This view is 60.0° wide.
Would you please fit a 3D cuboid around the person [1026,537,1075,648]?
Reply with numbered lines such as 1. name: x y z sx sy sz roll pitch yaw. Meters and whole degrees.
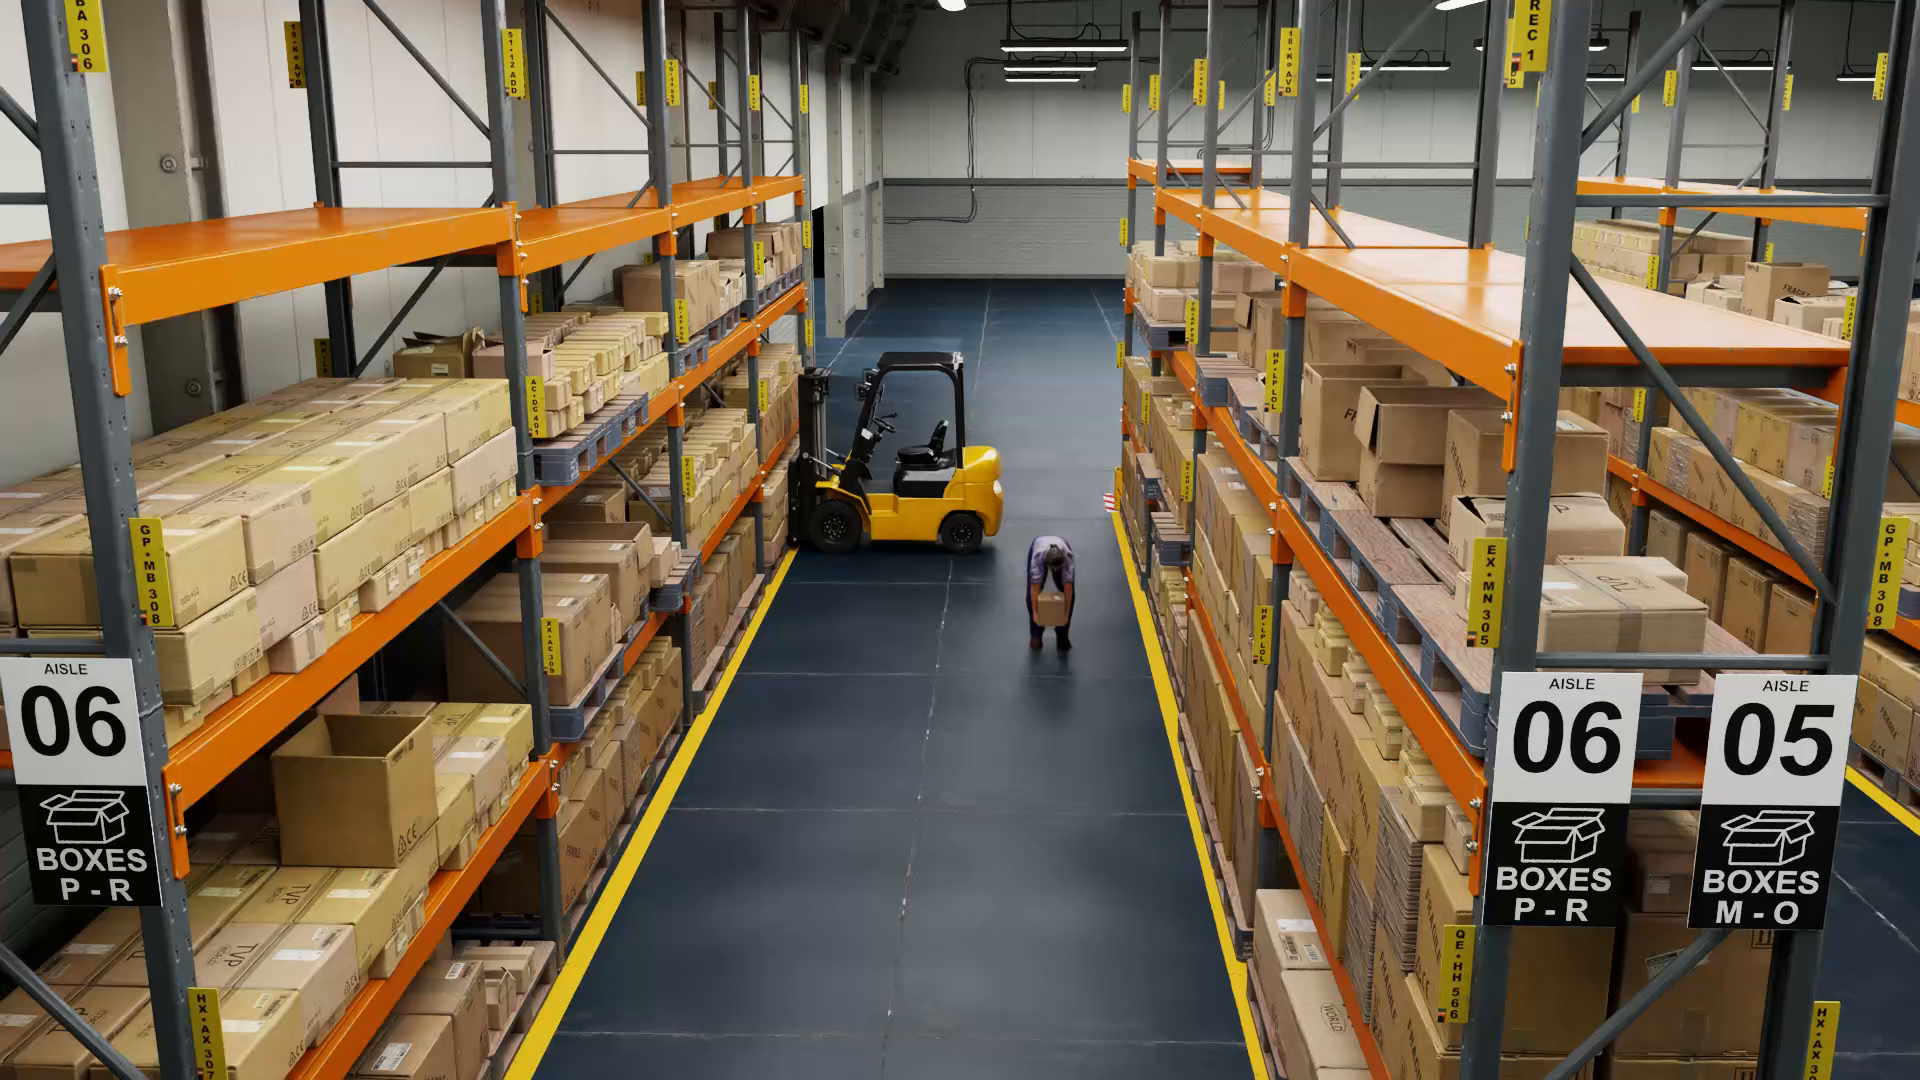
1. person: 0.839 0.501 15.283 0.456 1.044 0.894 0 14 0
